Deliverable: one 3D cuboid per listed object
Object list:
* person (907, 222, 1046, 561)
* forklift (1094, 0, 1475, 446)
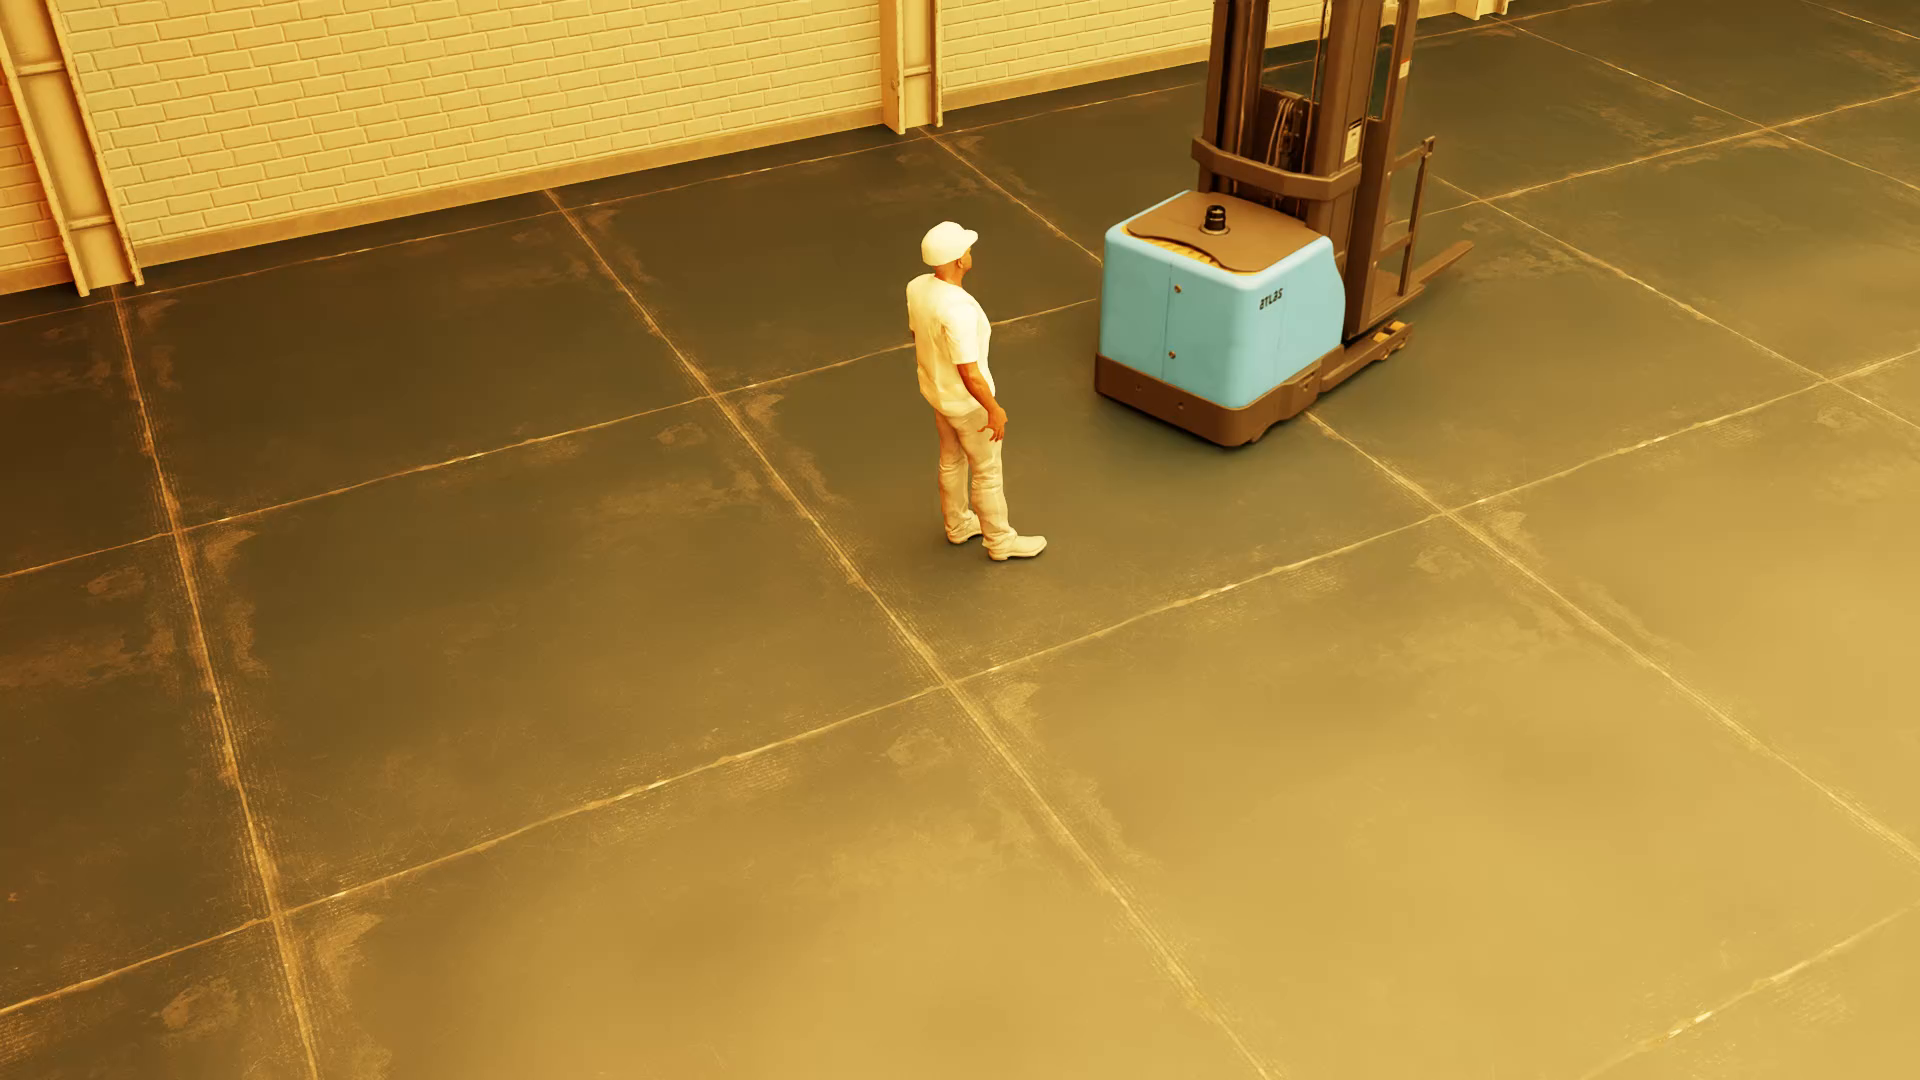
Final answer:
[{"bbox_3d":[0.064,-0.743,8.171,0.577,1.765,0.666,-17,39,-23],"label":"person"},{"bbox_3d":[2.160,-2.482,9.635,1.130,2.935,3.031,28,44,34],"label":"forklift"}]
